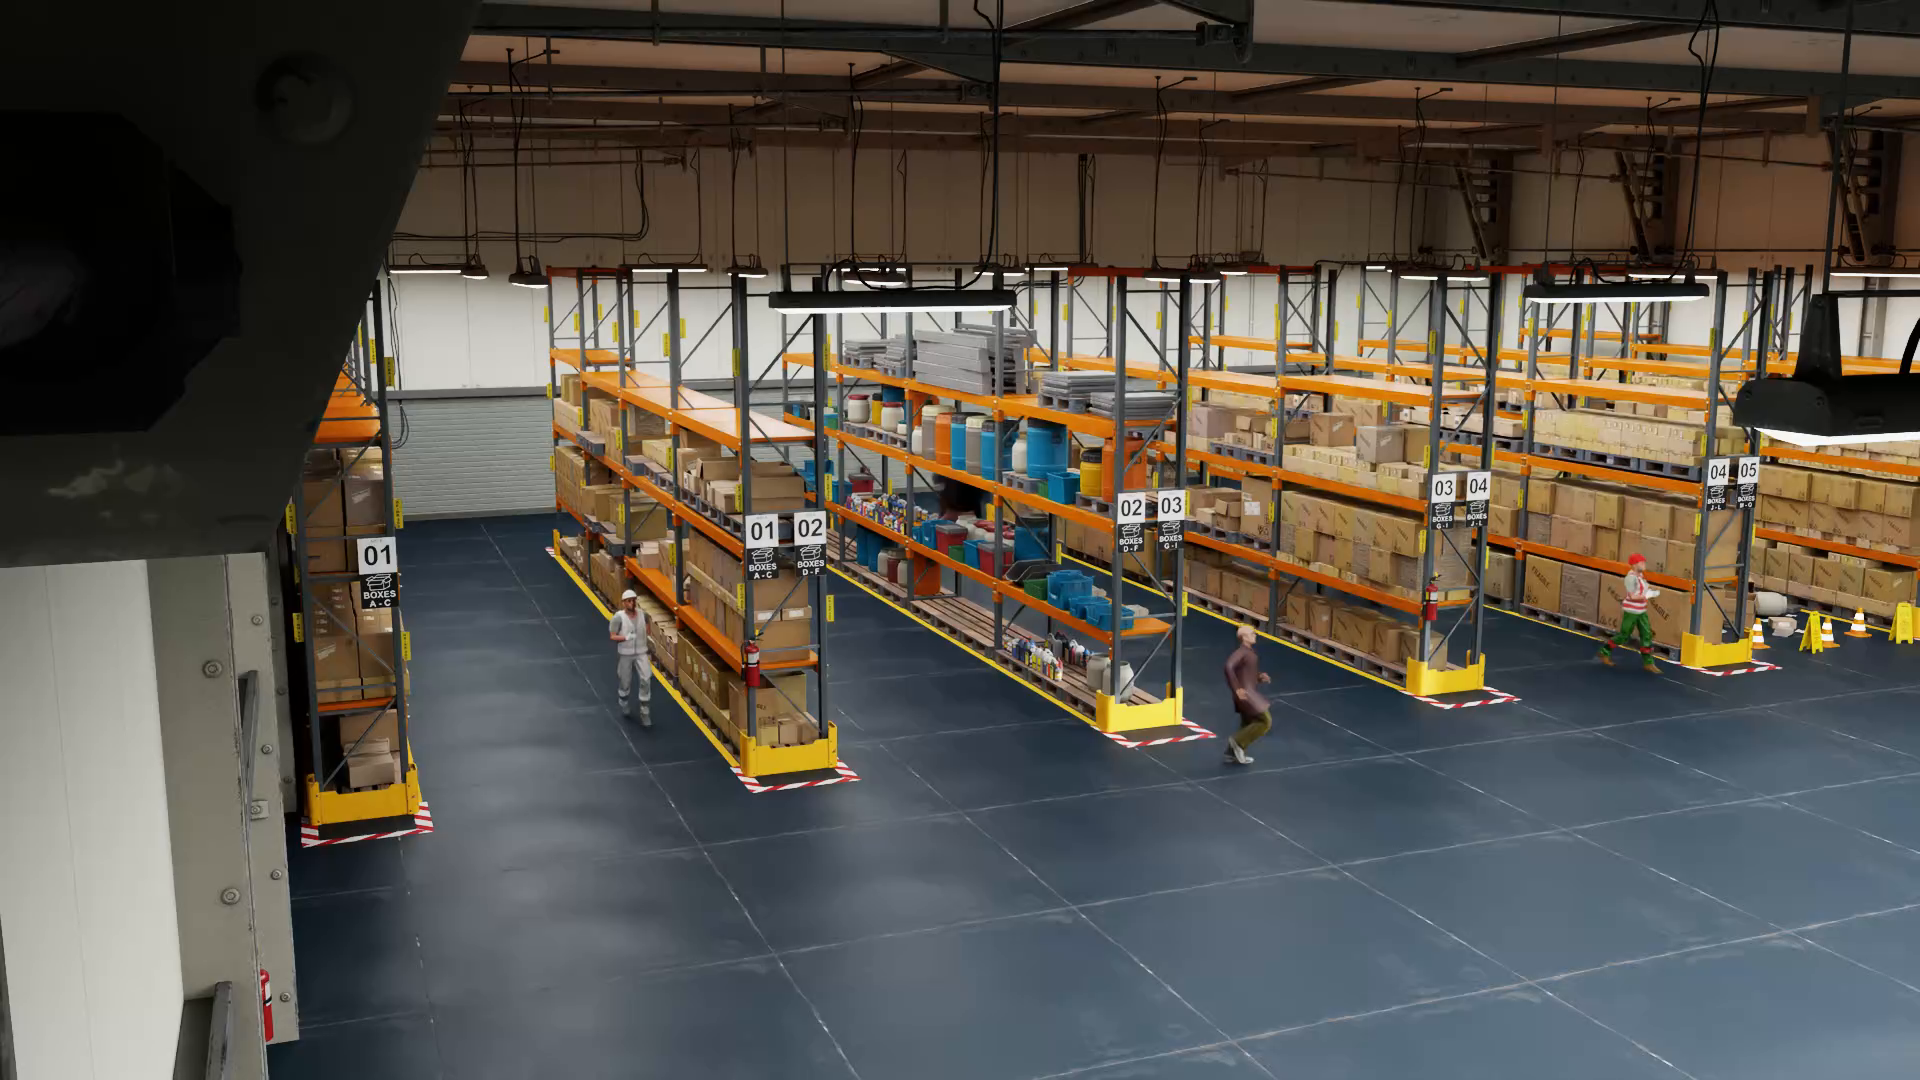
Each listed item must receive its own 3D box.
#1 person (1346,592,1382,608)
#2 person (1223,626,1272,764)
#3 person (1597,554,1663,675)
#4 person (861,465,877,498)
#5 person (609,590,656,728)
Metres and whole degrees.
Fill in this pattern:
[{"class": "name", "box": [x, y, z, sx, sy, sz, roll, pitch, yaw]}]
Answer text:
[{"class": "person", "box": [7.329, 0.301, 30.037, 0.682, 1.716, 0.957, -7, 12, -34]}, {"class": "person", "box": [3.563, 1.921, 20.630, 0.611, 1.721, 0.707, 1, 10, 7]}, {"class": "person", "box": [10.166, 1.093, 25.100, 0.957, 1.805, 0.661, 9, 13, 41]}, {"class": "person", "box": [-2.063, -0.979, 37.805, 0.465, 1.500, 0.635, 6, 12, 31]}, {"class": "person", "box": [-4.408, 1.572, 22.429, 0.647, 1.845, 0.800, -5, 11, -25]}]
